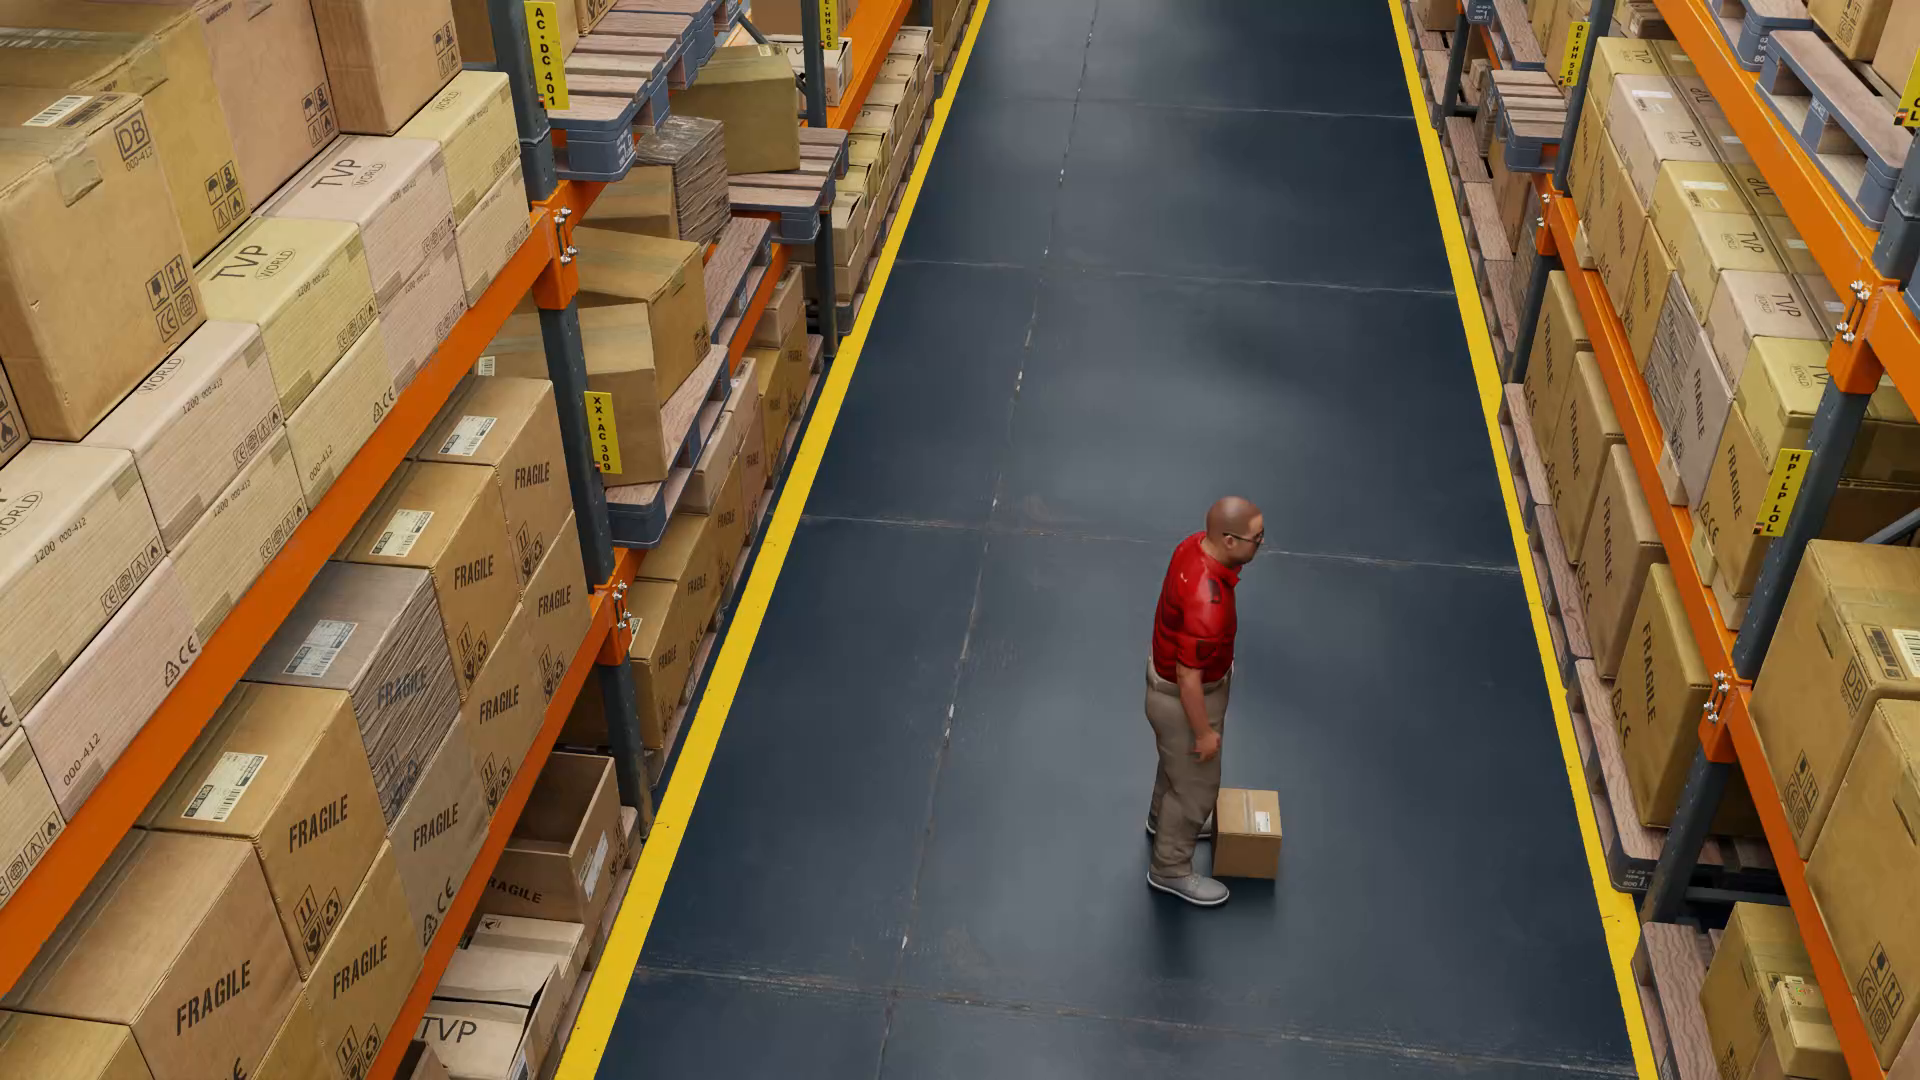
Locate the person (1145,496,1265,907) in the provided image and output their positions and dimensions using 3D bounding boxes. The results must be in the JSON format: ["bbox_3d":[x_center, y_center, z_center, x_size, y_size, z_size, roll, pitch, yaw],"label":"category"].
[{"bbox_3d":[0.895,0.569,6.266,0.390,1.727,0.585,4,36,6],"label":"person"}]
